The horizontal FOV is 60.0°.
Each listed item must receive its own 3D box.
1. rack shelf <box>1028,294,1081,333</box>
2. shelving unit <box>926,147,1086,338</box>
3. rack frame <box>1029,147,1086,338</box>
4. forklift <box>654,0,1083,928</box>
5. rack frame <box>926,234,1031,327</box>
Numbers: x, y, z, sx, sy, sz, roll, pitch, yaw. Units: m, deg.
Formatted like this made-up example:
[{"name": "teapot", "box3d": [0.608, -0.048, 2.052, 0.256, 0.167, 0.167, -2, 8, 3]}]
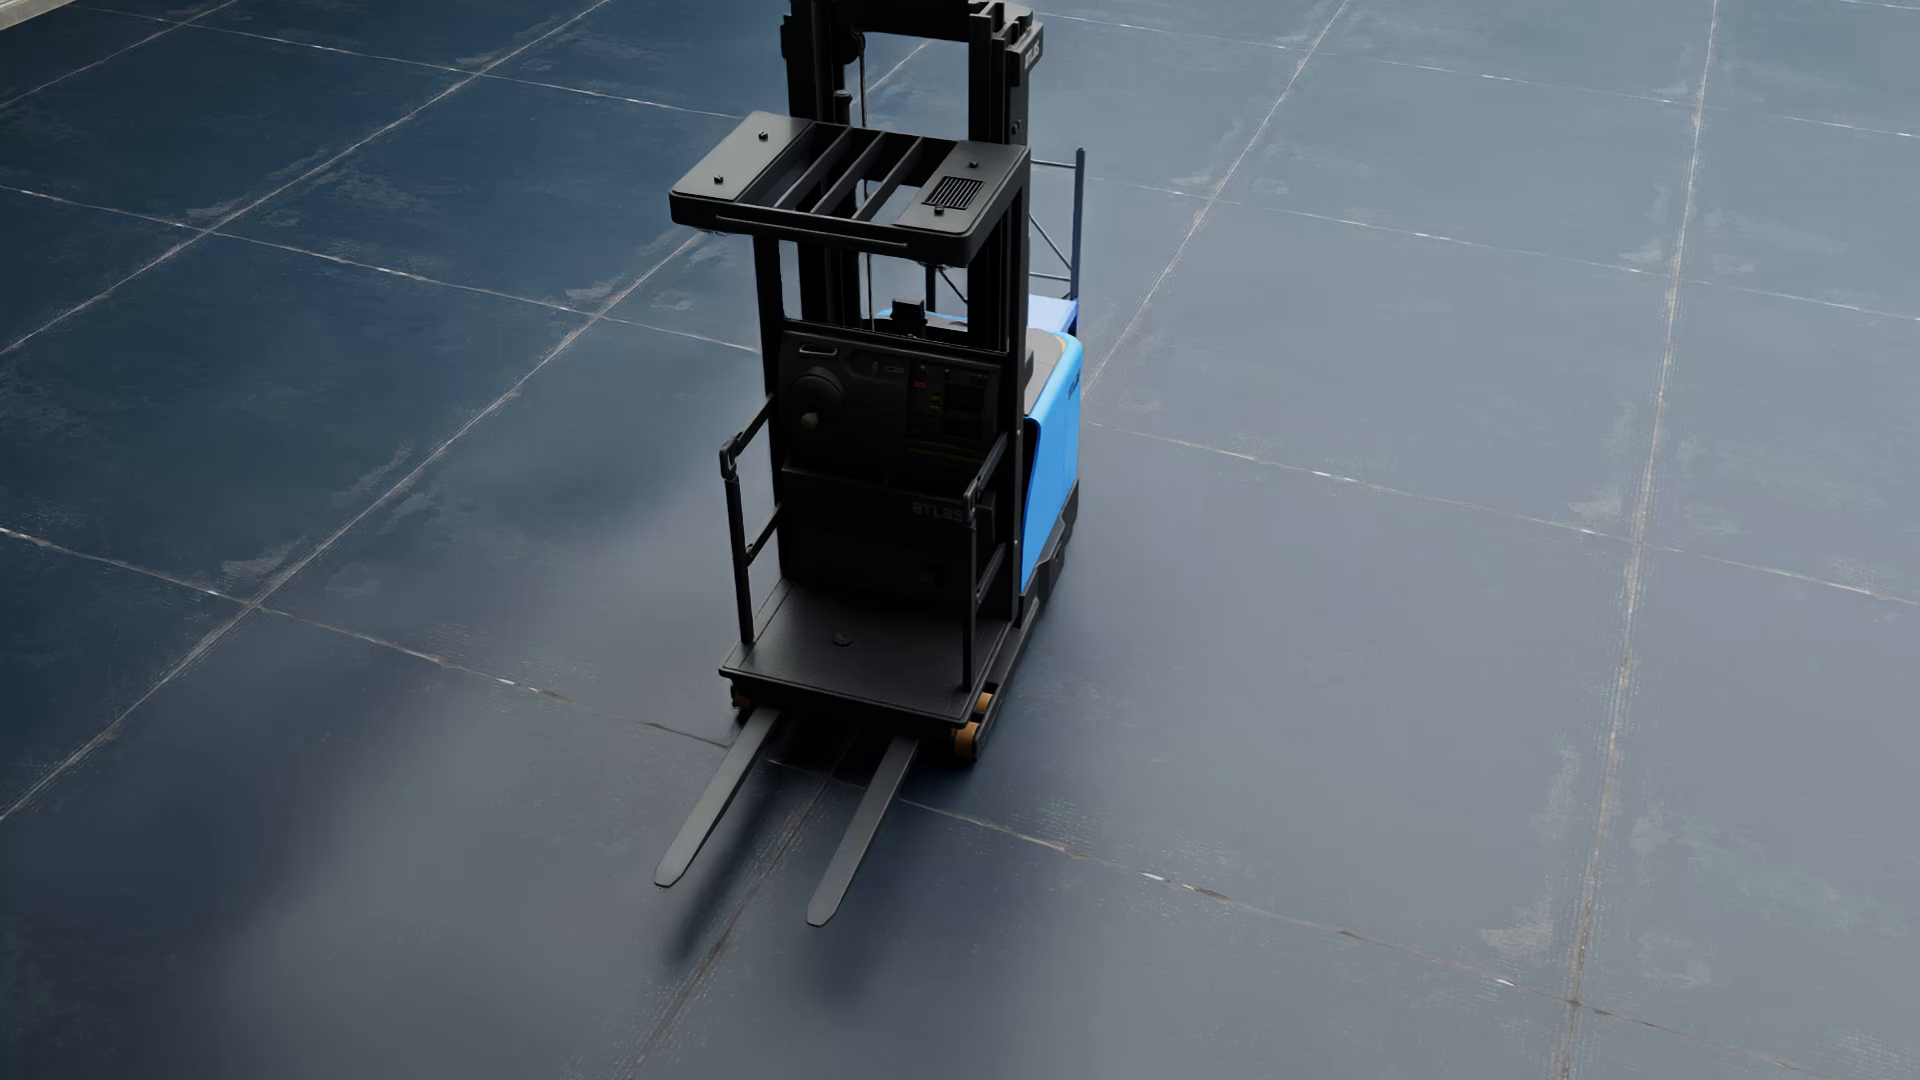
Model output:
[{"name": "rack shelf", "box3d": [0.237, -0.981, 8.610, 0.538, 0.185, 1.000, 11, 38, 14]}, {"name": "shelving unit", "box3d": [0.237, -1.125, 8.502, 0.538, 1.500, 1.048, 11, 38, 14]}, {"name": "rack frame", "box3d": [0.394, -1.415, 8.890, 0.500, 1.500, 0.032, 11, 38, 14]}, {"name": "forklift", "box3d": [-0.353, -0.521, 6.498, 1.130, 2.935, 3.031, 11, 38, 14]}, {"name": "rack frame", "box3d": [0.081, -0.835, 8.115, 0.500, 1.500, 0.032, 11, 38, 14]}]
